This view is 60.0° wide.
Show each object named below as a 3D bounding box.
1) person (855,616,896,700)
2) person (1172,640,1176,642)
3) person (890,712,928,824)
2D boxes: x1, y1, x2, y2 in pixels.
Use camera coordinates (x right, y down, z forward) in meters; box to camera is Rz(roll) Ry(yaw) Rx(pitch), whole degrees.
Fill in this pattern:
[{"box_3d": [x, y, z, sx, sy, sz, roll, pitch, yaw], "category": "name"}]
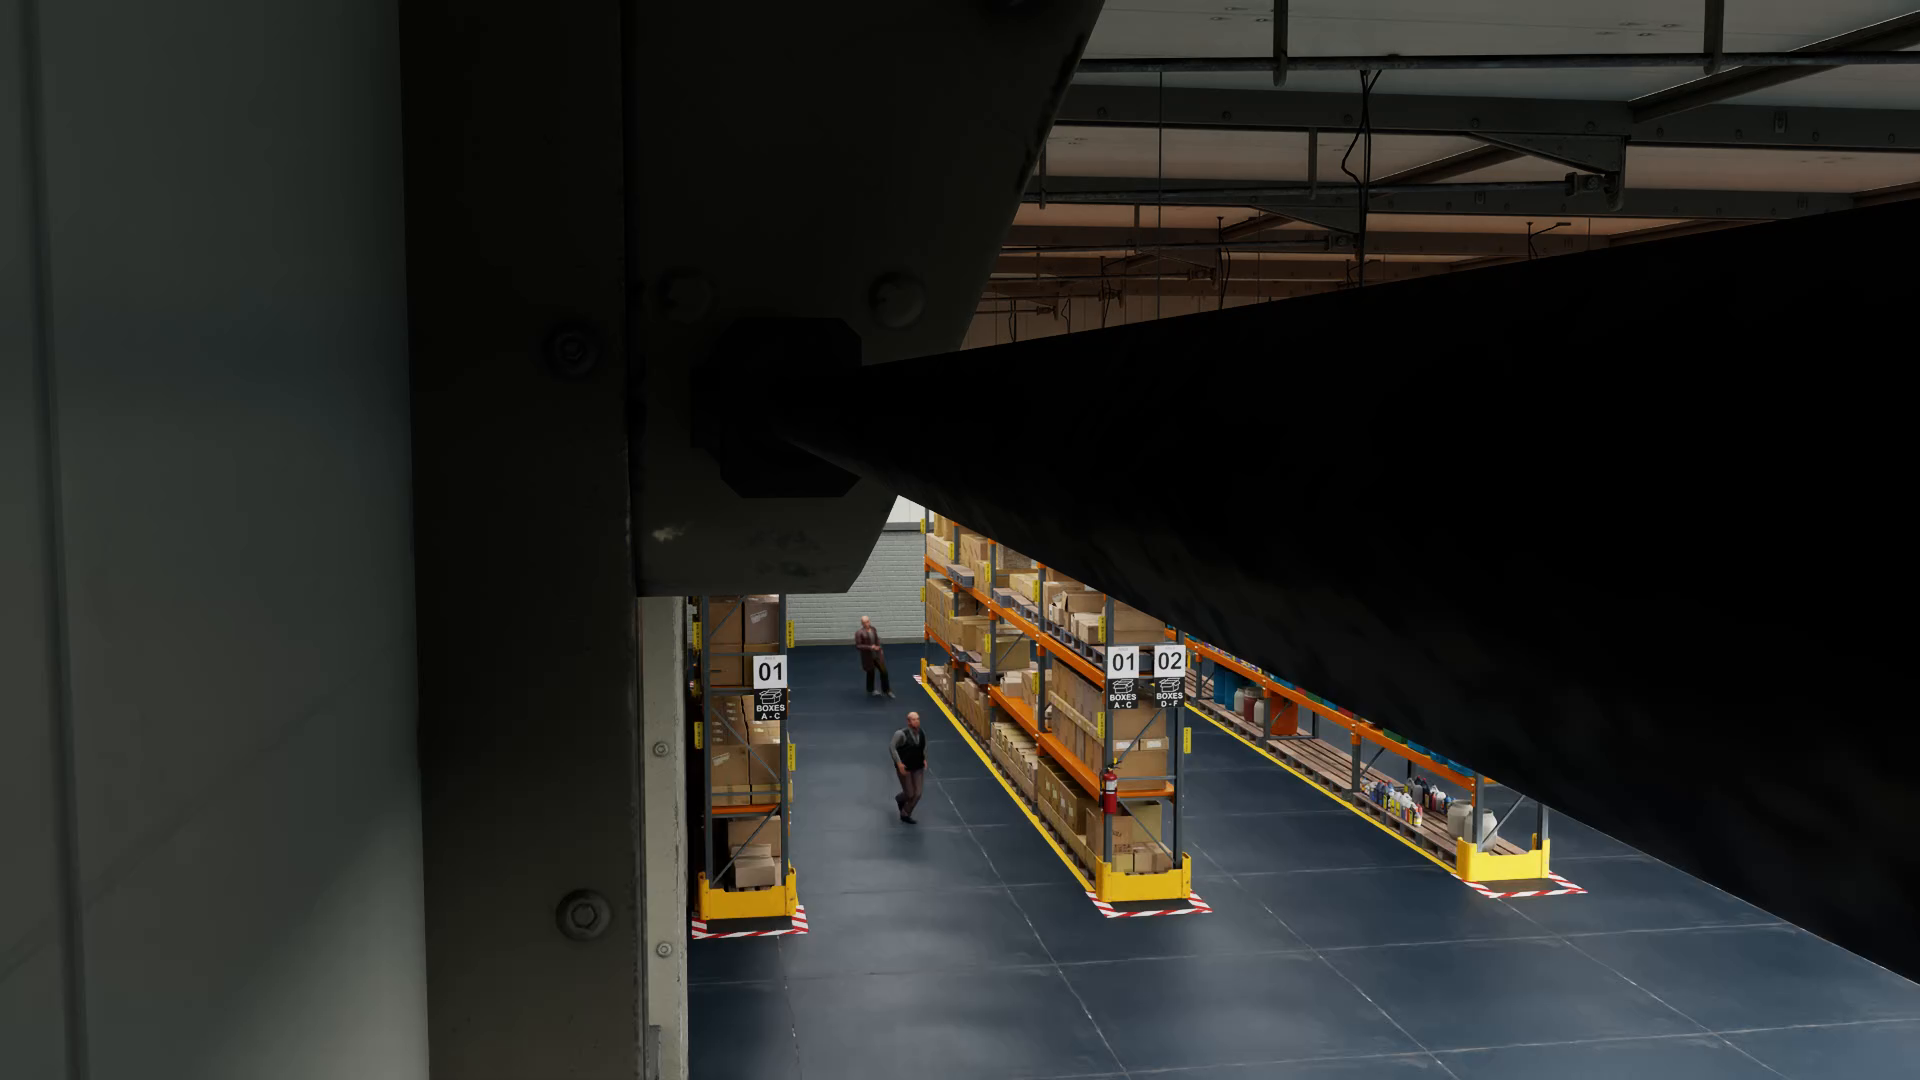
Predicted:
[{"box_3d": [-1.829, 2.431, 34.445, 0.847, 1.765, 0.754, -3, 6, -33], "category": "person"}, {"box_3d": [5.164, 2.187, 38.526, 0.688, 1.512, 0.993, -4, 6, -35], "category": "person"}, {"box_3d": [-0.759, 3.350, 24.544, 0.657, 1.663, 0.510, -3, 6, -32], "category": "person"}]
